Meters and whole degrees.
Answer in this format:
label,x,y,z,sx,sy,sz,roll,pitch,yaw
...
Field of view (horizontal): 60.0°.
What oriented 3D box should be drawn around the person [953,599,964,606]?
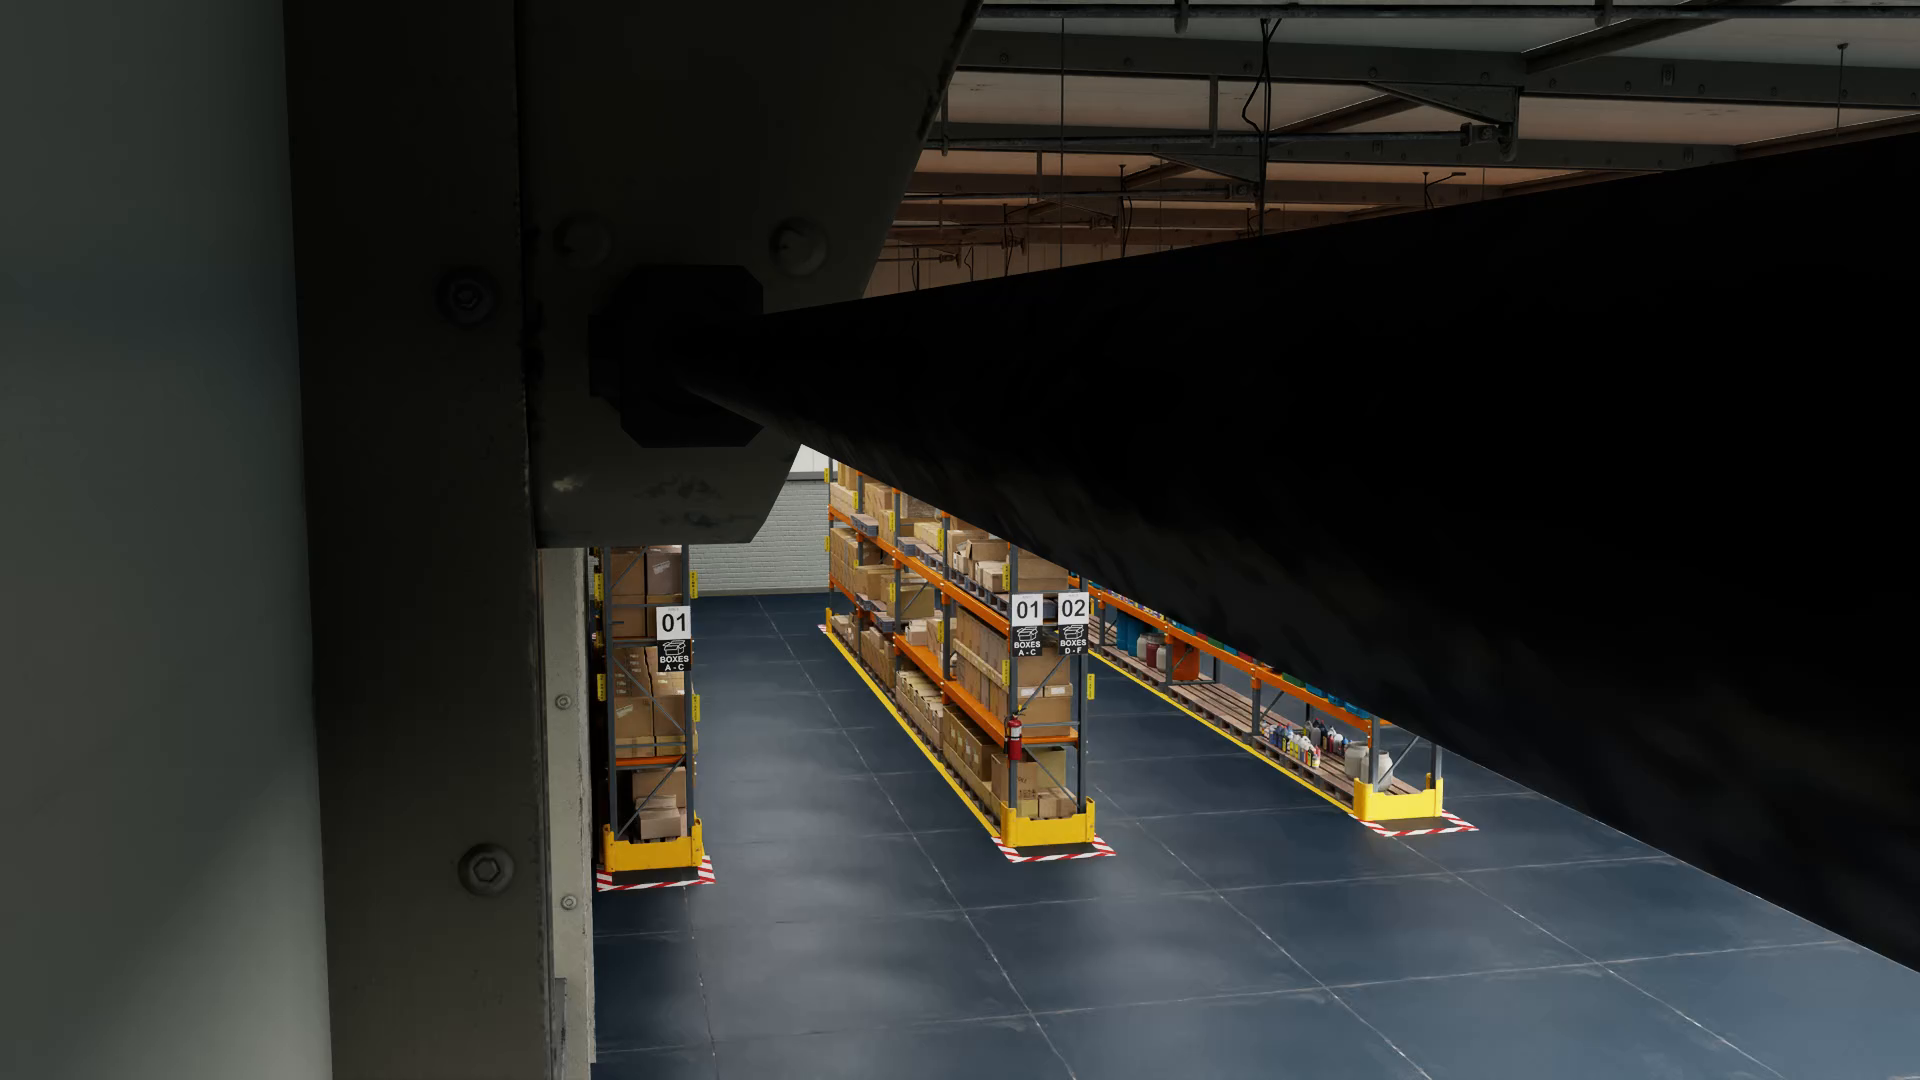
label,x,y,z,sx,sy,sz,roll,pitch,yaw
person,0.142,1.399,34.527,0.669,1.691,0.812,-2,7,-19
